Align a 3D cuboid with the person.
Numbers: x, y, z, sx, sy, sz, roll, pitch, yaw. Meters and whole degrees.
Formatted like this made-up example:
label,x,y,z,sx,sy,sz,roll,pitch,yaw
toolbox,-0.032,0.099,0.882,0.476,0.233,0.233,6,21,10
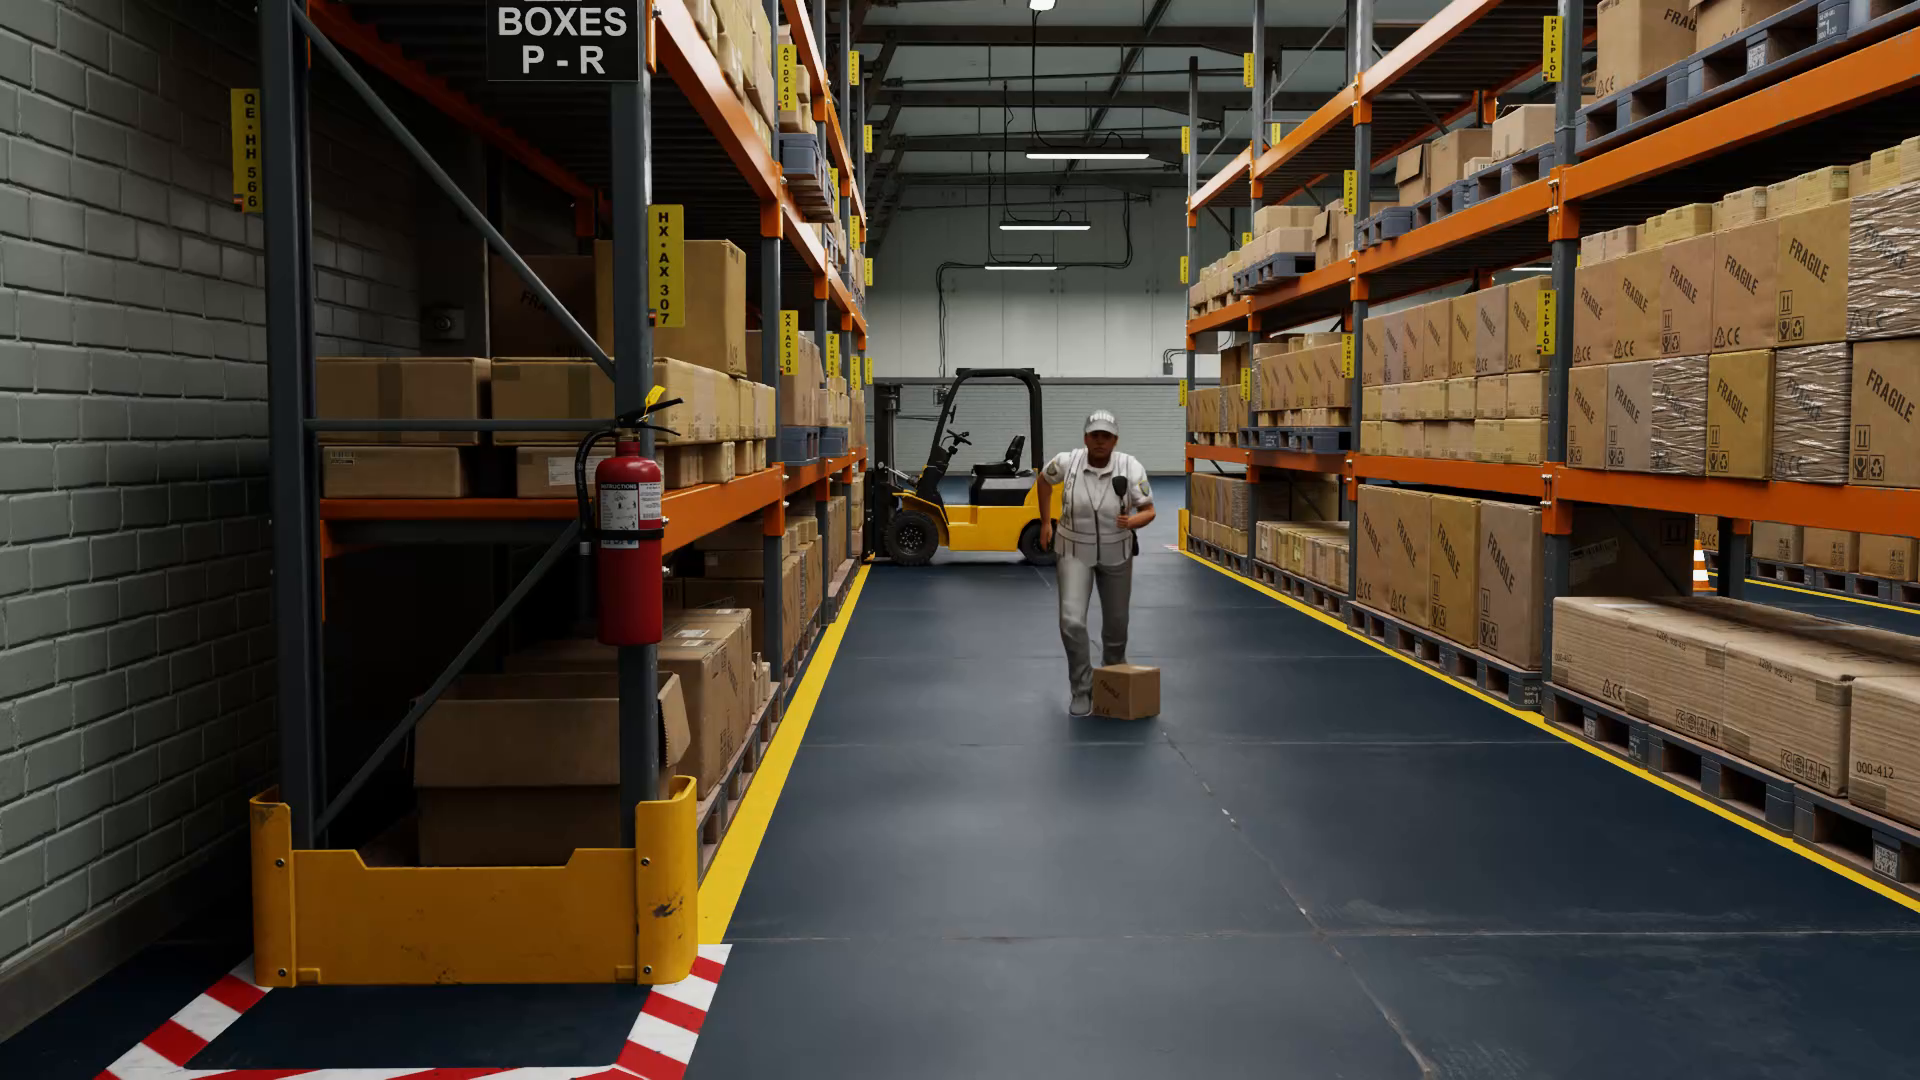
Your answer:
label,x,y,z,sx,sy,sz,roll,pitch,yaw
person,0.719,0.117,8.856,0.594,1.606,0.917,0,4,-4
